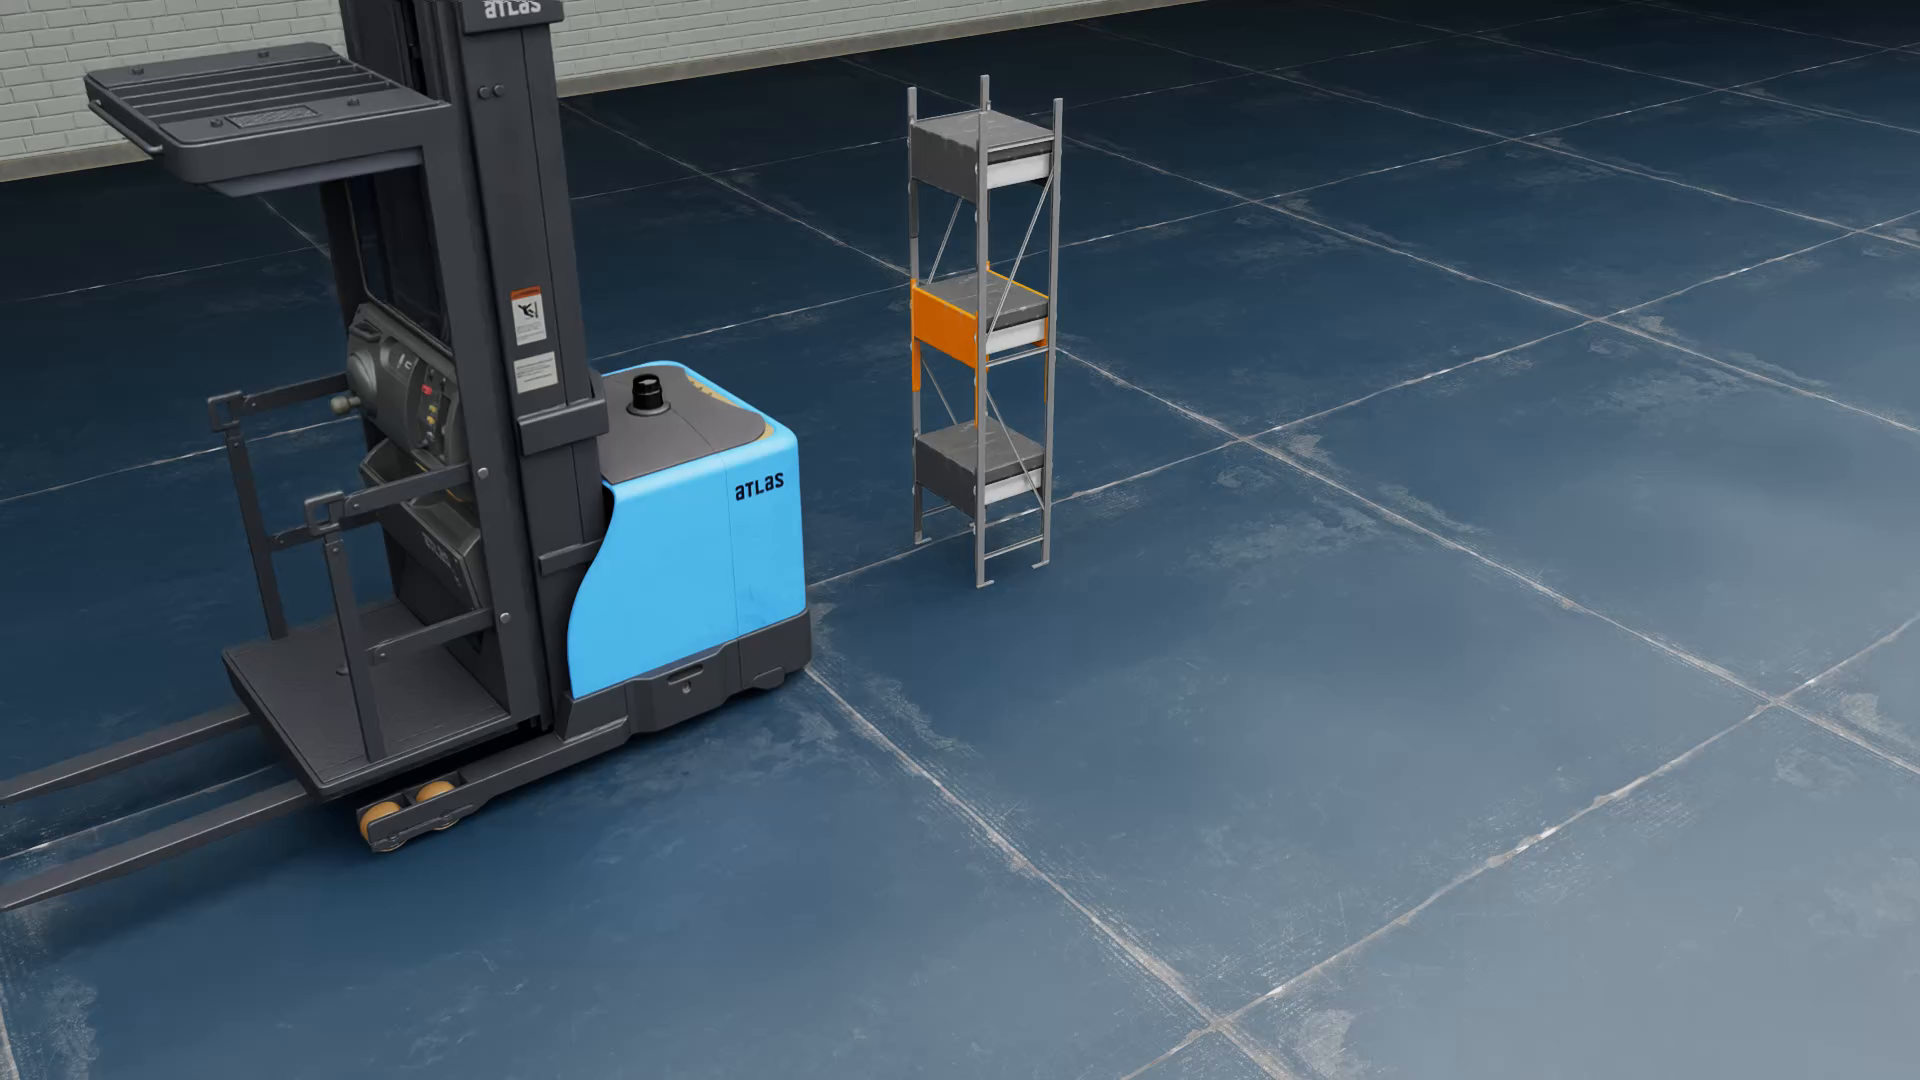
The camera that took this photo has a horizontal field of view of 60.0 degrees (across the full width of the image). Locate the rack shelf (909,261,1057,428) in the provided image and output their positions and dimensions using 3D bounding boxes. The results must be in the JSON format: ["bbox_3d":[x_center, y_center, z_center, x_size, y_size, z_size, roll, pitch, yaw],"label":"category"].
[{"bbox_3d":[0.096,-0.846,7.137,0.431,0.518,0.480,-19,34,-31],"label":"rack shelf"}]

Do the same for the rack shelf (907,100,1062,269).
[{"bbox_3d":[0.096,-1.461,6.803,0.431,0.518,0.480,-19,34,-31],"label":"rack shelf"}]

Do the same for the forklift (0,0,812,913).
[{"bbox_3d":[-2.072,-0.495,5.590,3.031,2.935,1.130,-20,35,-33],"label":"forklift"}]

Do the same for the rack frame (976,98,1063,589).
[{"bbox_3d":[0.238,-0.763,6.956,0.400,2.100,0.015,-19,34,-31],"label":"rack frame"}]

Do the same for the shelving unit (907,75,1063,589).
[{"bbox_3d":[0.096,-0.858,7.130,0.431,2.100,0.503,-19,34,-31],"label":"shelving unit"}]

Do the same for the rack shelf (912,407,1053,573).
[{"bbox_3d":[0.096,-0.231,7.471,0.431,0.518,0.480,-19,34,-31],"label":"rack shelf"}]

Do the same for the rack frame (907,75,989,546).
[{"bbox_3d":[-0.046,-0.953,7.305,0.400,2.100,0.015,-19,34,-31],"label":"rack frame"}]
